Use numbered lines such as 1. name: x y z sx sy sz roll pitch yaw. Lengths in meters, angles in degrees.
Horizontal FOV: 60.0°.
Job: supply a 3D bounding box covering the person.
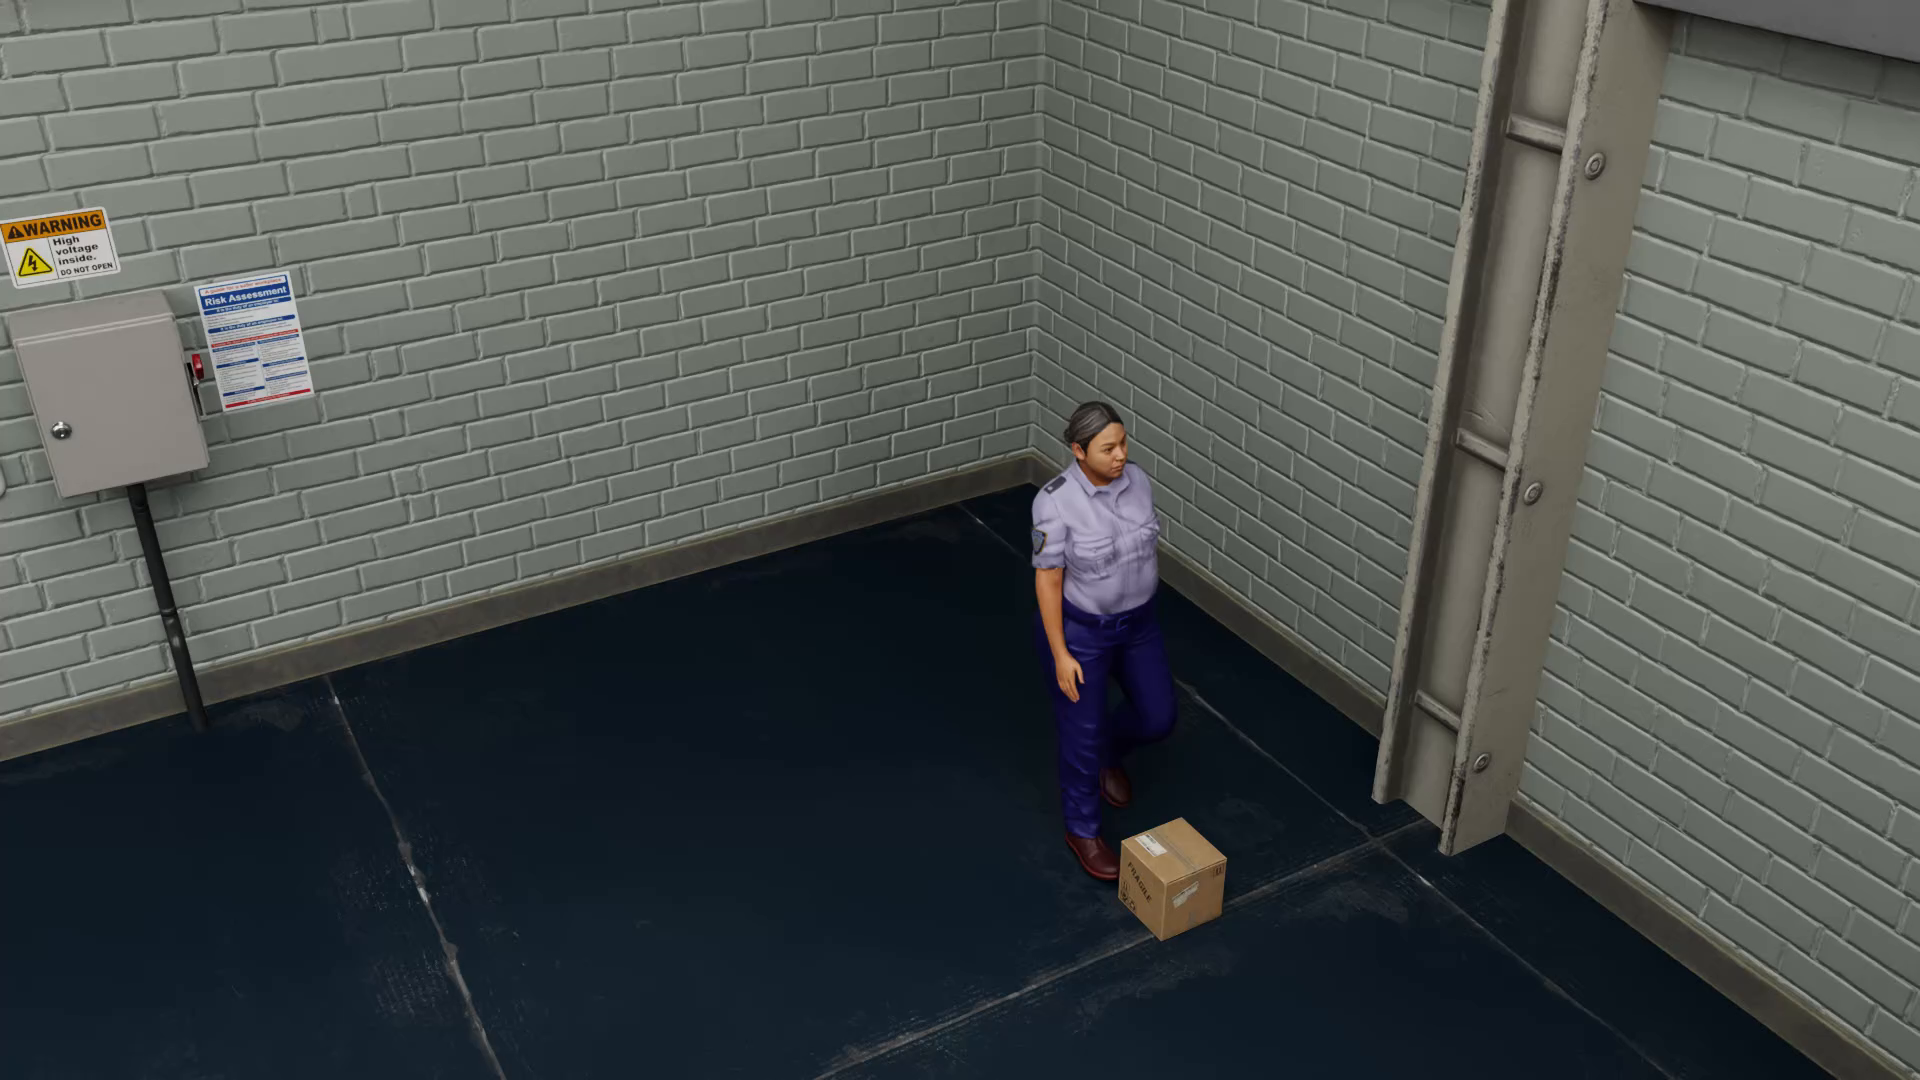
1. person: 0.480 0.319 5.537 0.497 1.643 0.561 -16 33 -27
